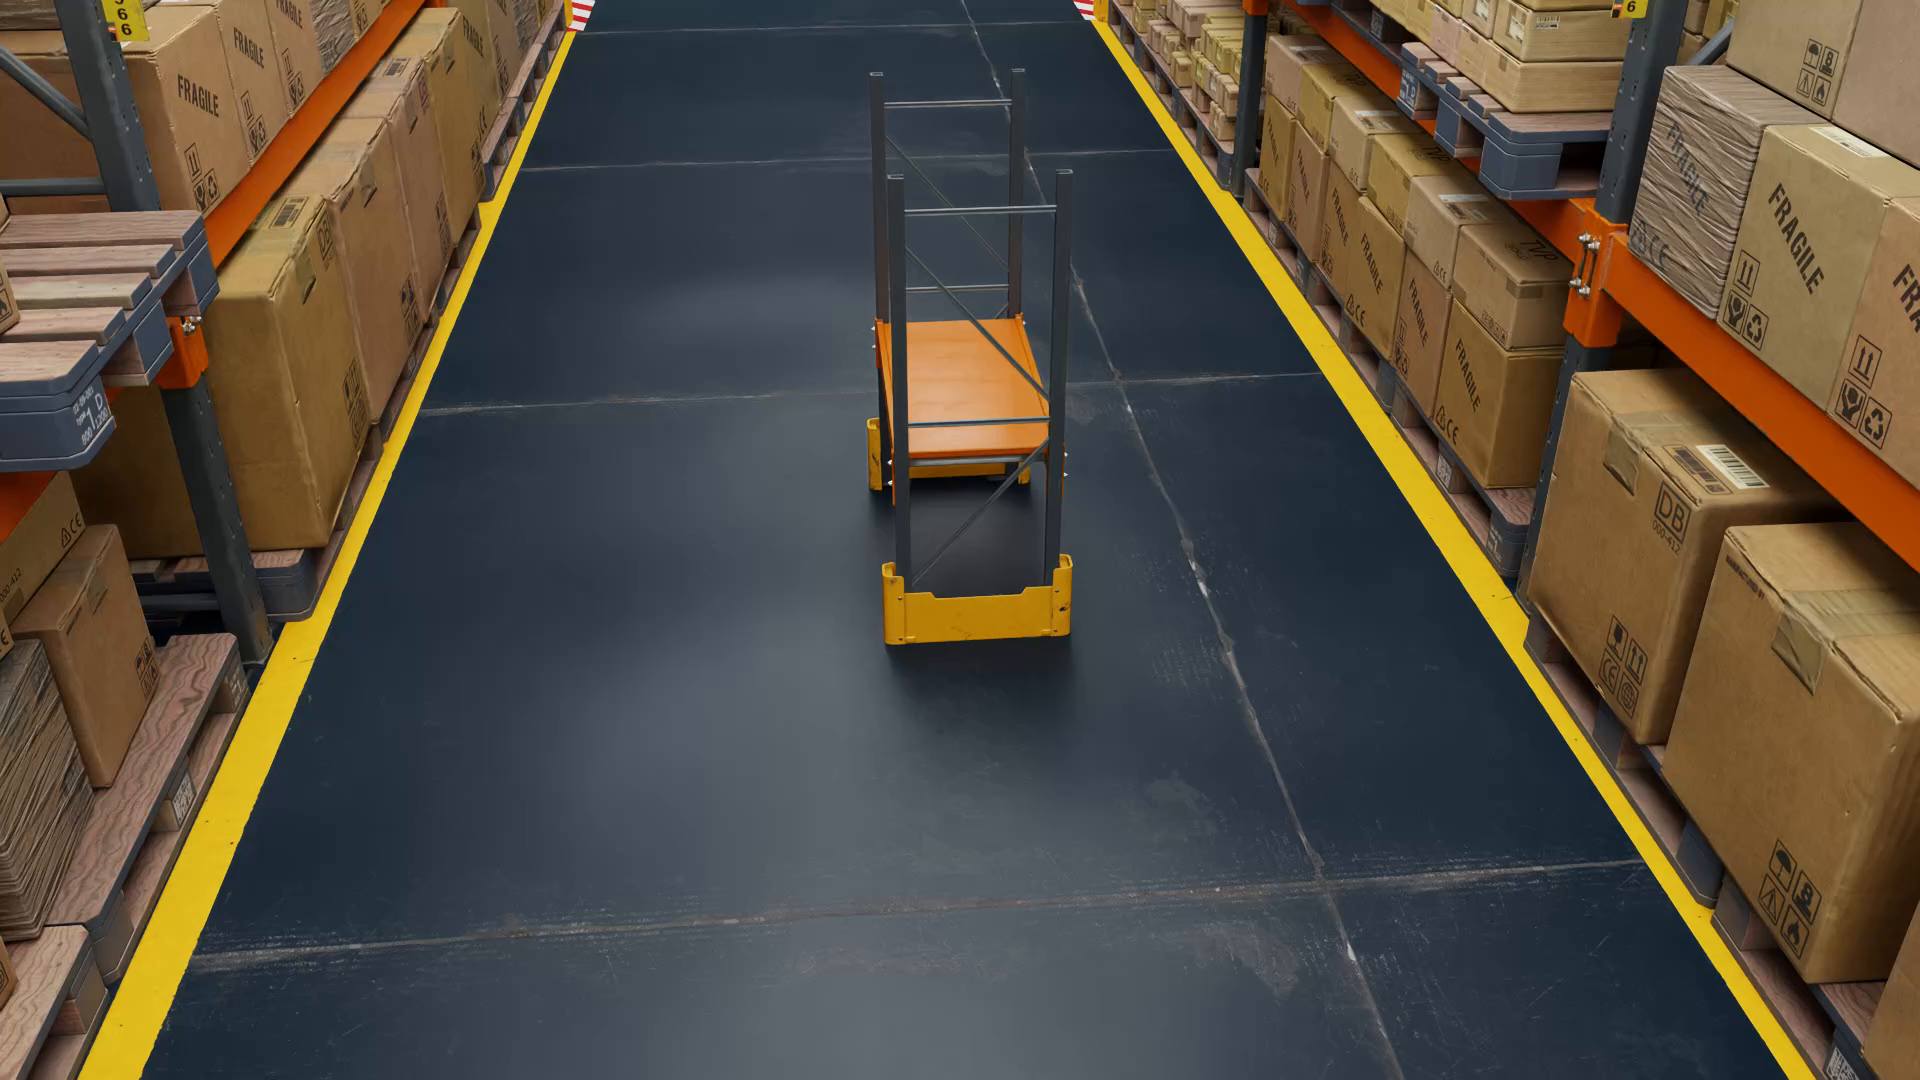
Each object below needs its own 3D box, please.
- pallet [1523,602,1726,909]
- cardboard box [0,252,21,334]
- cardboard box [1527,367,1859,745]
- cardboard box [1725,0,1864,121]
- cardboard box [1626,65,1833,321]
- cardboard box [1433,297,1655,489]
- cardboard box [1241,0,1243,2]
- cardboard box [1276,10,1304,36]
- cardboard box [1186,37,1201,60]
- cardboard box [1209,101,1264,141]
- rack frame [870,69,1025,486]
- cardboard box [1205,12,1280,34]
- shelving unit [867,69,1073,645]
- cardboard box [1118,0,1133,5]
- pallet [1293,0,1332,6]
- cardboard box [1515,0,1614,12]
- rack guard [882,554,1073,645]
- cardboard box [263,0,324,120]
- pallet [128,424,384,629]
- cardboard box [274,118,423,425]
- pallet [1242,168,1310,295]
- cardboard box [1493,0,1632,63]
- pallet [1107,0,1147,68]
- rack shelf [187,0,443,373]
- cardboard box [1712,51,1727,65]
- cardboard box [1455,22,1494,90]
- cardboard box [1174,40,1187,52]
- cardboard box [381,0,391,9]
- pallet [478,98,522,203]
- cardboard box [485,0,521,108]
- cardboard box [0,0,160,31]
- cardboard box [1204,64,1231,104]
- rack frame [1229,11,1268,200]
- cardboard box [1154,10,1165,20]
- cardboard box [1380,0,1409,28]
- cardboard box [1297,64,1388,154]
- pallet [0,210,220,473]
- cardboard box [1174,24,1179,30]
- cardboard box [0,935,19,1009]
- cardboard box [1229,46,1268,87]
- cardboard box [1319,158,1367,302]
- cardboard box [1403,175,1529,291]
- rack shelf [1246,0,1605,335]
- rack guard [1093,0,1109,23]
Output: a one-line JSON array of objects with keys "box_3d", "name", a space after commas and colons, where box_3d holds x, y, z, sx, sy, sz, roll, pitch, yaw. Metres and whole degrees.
[{"box_3d": [2.311, 0.512, 4.687, 1.003, 0.211, 1.213, -3, 31, -5], "name": "pallet"}, {"box_3d": [-2.393, -0.574, 3.279, 0.700, 0.500, 0.500, 2, 31, 3], "name": "cardboard box"}, {"box_3d": [2.280, 0.010, 4.593, 1.050, 0.750, 0.750, -3, 31, -5], "name": "cardboard box"}, {"box_3d": [2.344, -1.334, 3.985, 0.700, 0.500, 0.500, -3, 31, -5], "name": "cardboard box"}, {"box_3d": [2.085, -0.892, 4.221, 0.500, 0.500, 0.500, -2, 31, -4], "name": "cardboard box"}, {"box_3d": [1.990, -0.522, 5.727, 0.500, 0.500, 0.500, -3, 31, -5], "name": "cardboard box"}, {"box_3d": [1.537, -3.309, 10.155, 0.380, 0.149, 0.250, -3, 31, -4], "name": "cardboard box"}, {"box_3d": [2.026, -2.933, 9.526, 0.380, 0.149, 0.250, -4, 31, -6], "name": "cardboard box"}, {"box_3d": [1.543, -2.899, 9.758, 0.380, 0.149, 0.250, -2, 31, -3], "name": "cardboard box"}, {"box_3d": [1.563, -2.274, 9.002, 0.380, 0.149, 0.250, -2, 31, -4], "name": "cardboard box"}, {"box_3d": [-0.040, -0.860, 5.727, 0.500, 1.500, 0.032, -3, 31, -5], "name": "rack frame"}, {"box_3d": [1.606, -2.906, 9.480, 0.380, 0.149, 0.250, -2, 31, -3], "name": "cardboard box"}, {"box_3d": [0.007, -0.605, 5.300, 0.587, 1.500, 1.083, -3, 31, -5], "name": "shelving unit"}, {"box_3d": [1.295, -3.849, 11.640, 0.380, 0.149, 0.250, -2, 31, -4], "name": "cardboard box"}, {"box_3d": [1.865, -2.654, 7.455, 1.003, 0.211, 1.213, -3, 31, -5], "name": "pallet"}, {"box_3d": [1.810, -1.647, 4.838, 0.380, 0.149, 0.250, -4, 31, -7], "name": "cardboard box"}, {"box_3d": [0.054, 0.186, 5.195, 0.587, 0.250, 0.087, -3, 31, -5], "name": "rack guard"}, {"box_3d": [-2.512, -1.734, 5.630, 0.500, 0.500, 0.500, -3, 31, -5], "name": "cardboard box"}, {"box_3d": [-2.634, -0.114, 5.735, 1.003, 0.211, 1.213, -3, 31, -5], "name": "pallet"}, {"box_3d": [-2.755, -0.982, 6.132, 1.225, 0.875, 0.875, -3, 31, -4], "name": "cardboard box"}, {"box_3d": [2.013, -1.539, 8.121, 1.003, 0.211, 1.213, -3, 31, -5], "name": "pallet"}, {"box_3d": [1.813, -1.522, 4.918, 0.380, 0.149, 0.250, -2, 31, -4], "name": "cardboard box"}, {"box_3d": [1.613, -3.523, 11.443, 1.003, 0.211, 1.213, -3, 31, -5], "name": "pallet"}, {"box_3d": [-2.822, -1.617, 6.234, 1.077, 0.370, 4.000, -3, 31, -5], "name": "rack shelf"}, {"box_3d": [2.471, -1.402, 5.007, 0.380, 0.149, 0.250, -3, 31, -5], "name": "cardboard box"}, {"box_3d": [1.787, -1.520, 5.206, 0.380, 0.149, 0.250, -3, 31, -5], "name": "cardboard box"}, {"box_3d": [1.508, -2.939, 10.115, 0.380, 0.149, 0.250, -2, 31, -4], "name": "cardboard box"}, {"box_3d": [-2.654, -2.512, 6.932, 0.500, 0.500, 0.500, -2, 31, -3], "name": "cardboard box"}, {"box_3d": [-3.002, -2.142, 9.131, 1.003, 0.211, 1.213, -3, 31, -5], "name": "pallet"}, {"box_3d": [-3.075, -3.016, 9.536, 0.875, 0.875, 0.875, -3, 31, -5], "name": "cardboard box"}, {"box_3d": [-2.688, -1.753, 4.684, 0.797, 0.503, 0.637, -2, 31, -3], "name": "cardboard box"}, {"box_3d": [1.555, -2.501, 9.092, 0.380, 0.149, 0.250, -4, 31, -7], "name": "cardboard box"}, {"box_3d": [1.938, -3.133, 8.071, 1.000, 3.000, 0.127, -3, 31, -5], "name": "rack frame"}, {"box_3d": [1.464, -3.332, 10.773, 0.380, 0.149, 0.250, -3, 31, -4], "name": "cardboard box"}, {"box_3d": [1.716, -1.916, 5.869, 0.380, 0.149, 0.250, -4, 31, -7], "name": "cardboard box"}, {"box_3d": [1.797, -1.901, 7.304, 0.500, 0.250, 0.500, -2, 31, -3], "name": "cardboard box"}, {"box_3d": [-2.463, -0.464, 3.789, 1.213, 0.211, 1.003, -3, 31, -5], "name": "pallet"}, {"box_3d": [1.540, -3.313, 10.452, 0.380, 0.149, 0.250, -1, 31, -2], "name": "cardboard box"}, {"box_3d": [-2.429, 0.892, 3.340, 0.700, 0.500, 0.500, 0, 31, 0], "name": "cardboard box"}, {"box_3d": [1.646, -2.514, 8.825, 0.380, 0.149, 0.250, -2, 31, -3], "name": "cardboard box"}, {"box_3d": [1.857, -1.314, 7.052, 0.500, 0.500, 0.500, -2, 31, -4], "name": "cardboard box"}, {"box_3d": [1.929, -1.114, 5.987, 0.500, 0.250, 0.500, -2, 31, -4], "name": "cardboard box"}, {"box_3d": [2.125, -1.803, 6.546, 1.077, 0.370, 4.000, -3, 31, -5], "name": "rack shelf"}, {"box_3d": [1.572, -4.064, 12.066, 1.175, 0.500, 0.348, -3, 31, -5], "name": "rack guard"}]
